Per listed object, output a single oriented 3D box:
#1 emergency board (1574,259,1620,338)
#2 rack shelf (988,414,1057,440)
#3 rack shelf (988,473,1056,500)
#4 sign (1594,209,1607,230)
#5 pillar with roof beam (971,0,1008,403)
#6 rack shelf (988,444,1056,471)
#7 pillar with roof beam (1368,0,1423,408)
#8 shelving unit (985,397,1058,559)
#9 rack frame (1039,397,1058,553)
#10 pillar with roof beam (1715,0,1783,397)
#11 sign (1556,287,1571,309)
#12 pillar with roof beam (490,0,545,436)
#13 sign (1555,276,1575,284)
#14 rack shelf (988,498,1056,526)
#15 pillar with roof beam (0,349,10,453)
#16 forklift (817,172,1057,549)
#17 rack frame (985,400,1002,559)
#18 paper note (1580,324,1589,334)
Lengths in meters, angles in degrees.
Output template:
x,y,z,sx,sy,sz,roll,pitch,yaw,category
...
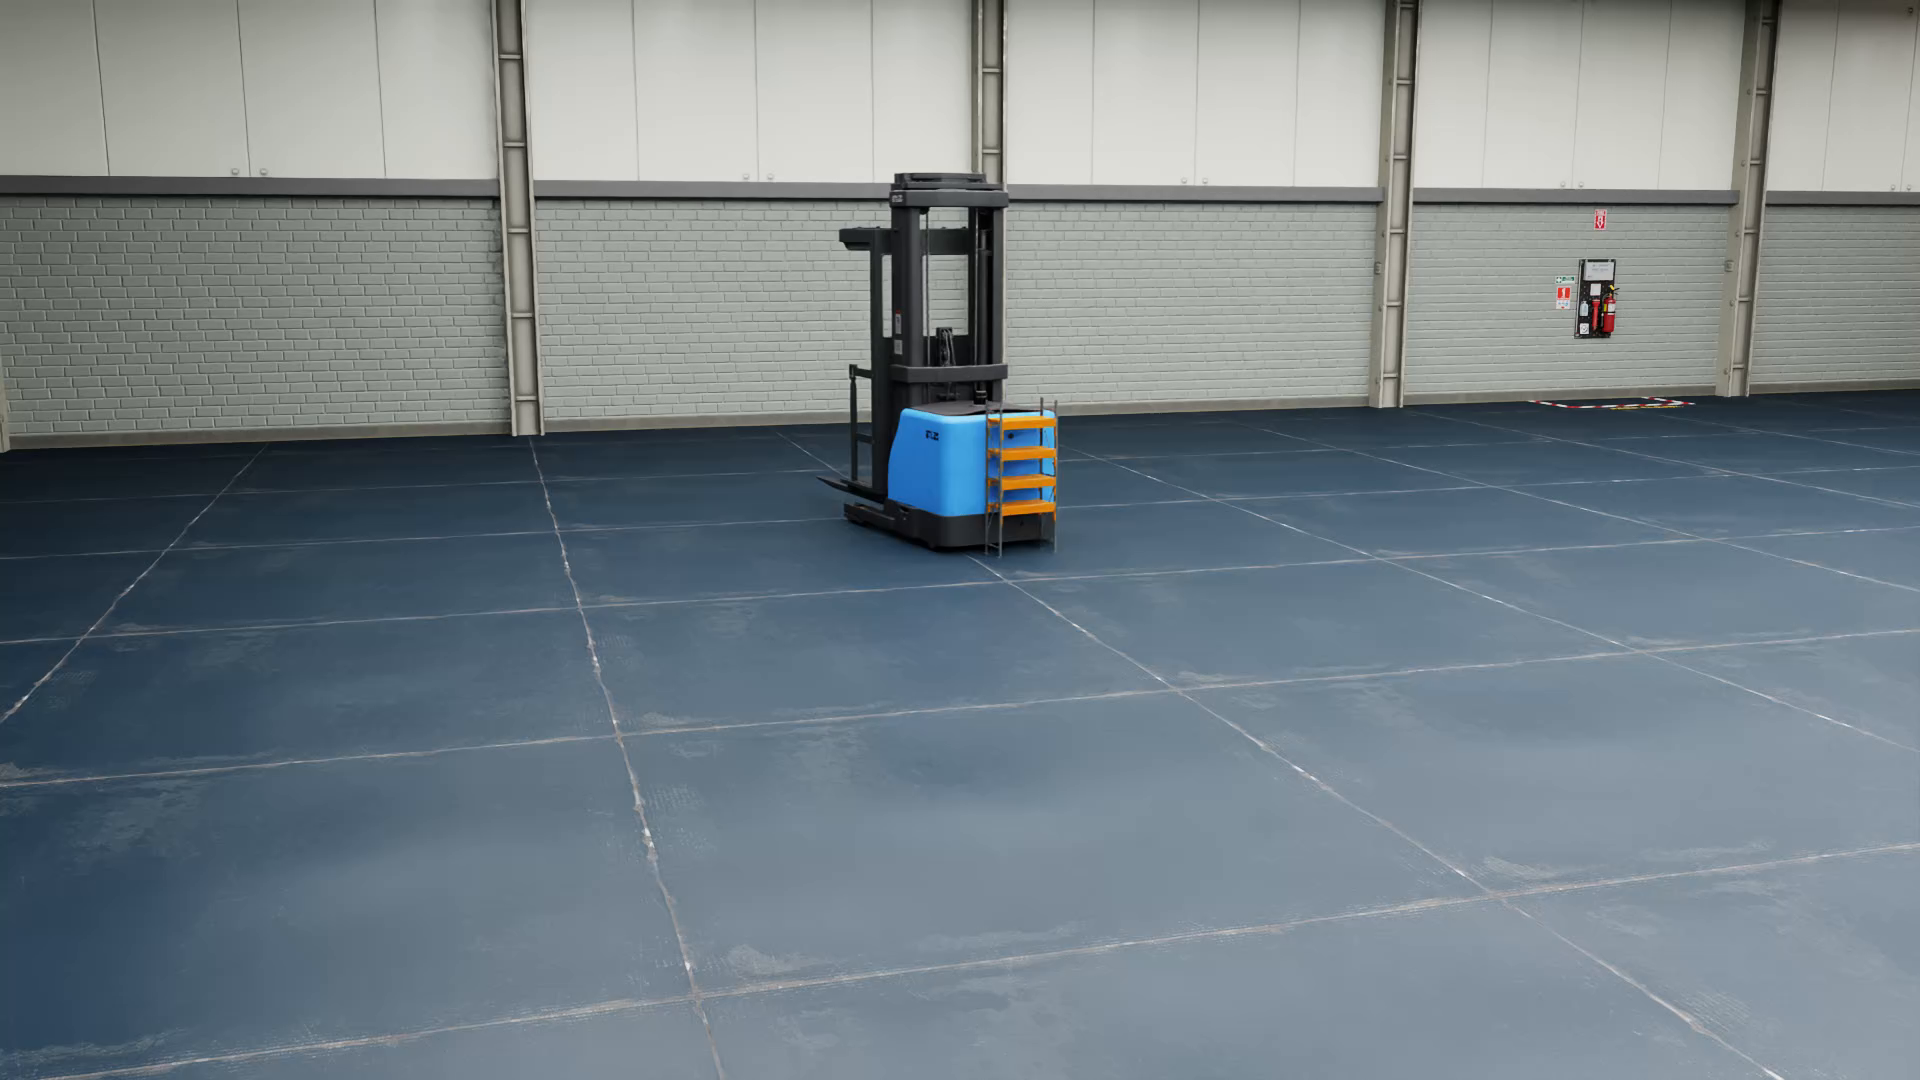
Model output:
x,y,z,sx,sy,sz,roll,pitch,yaw,category
9.519,-3.587,24.744,0.643,1.169,0.194,-3,11,-16,emergency board
0.473,-0.870,12.790,0.480,0.148,0.258,-5,12,-27,rack shelf
0.473,-0.418,12.873,0.480,0.148,0.258,-5,12,-27,rack shelf
9.483,-4.744,24.626,0.199,0.298,0.001,-3,11,-16,sign
1.584,-5.300,17.481,0.400,9.000,9.100,-3,11,-16,pillar with roof beam
0.473,-0.638,12.833,0.480,0.148,0.258,-5,12,-27,rack shelf
7.345,-5.604,19.130,0.400,9.000,9.100,-3,11,-16,pillar with roof beam
0.473,-0.484,12.861,0.503,1.200,0.258,-5,12,-27,shelving unit
0.689,-0.505,12.973,0.015,1.200,0.240,-5,12,-27,rack frame
13.106,-5.907,20.779,0.400,9.000,9.100,-3,11,-16,pillar with roof beam
8.959,-3.594,24.687,0.234,0.329,0.001,-3,11,-16,sign
-4.177,-4.996,15.832,0.400,9.000,9.100,-3,11,-16,pillar with roof beam
8.966,-3.854,24.632,0.331,0.109,0.001,-3,11,-16,sign
0.473,-0.223,12.909,0.480,0.148,0.258,-5,12,-27,rack shelf
-9.938,-4.693,14.182,0.400,9.000,9.100,-3,11,-16,pillar with roof beam
-0.348,-1.597,14.124,1.130,2.935,3.031,-5,12,-27,forklift
0.257,-0.463,12.749,0.015,1.200,0.240,-5,12,-27,rack frame
9.330,-3.157,24.841,0.142,0.148,0.016,-3,11,-16,paper note
